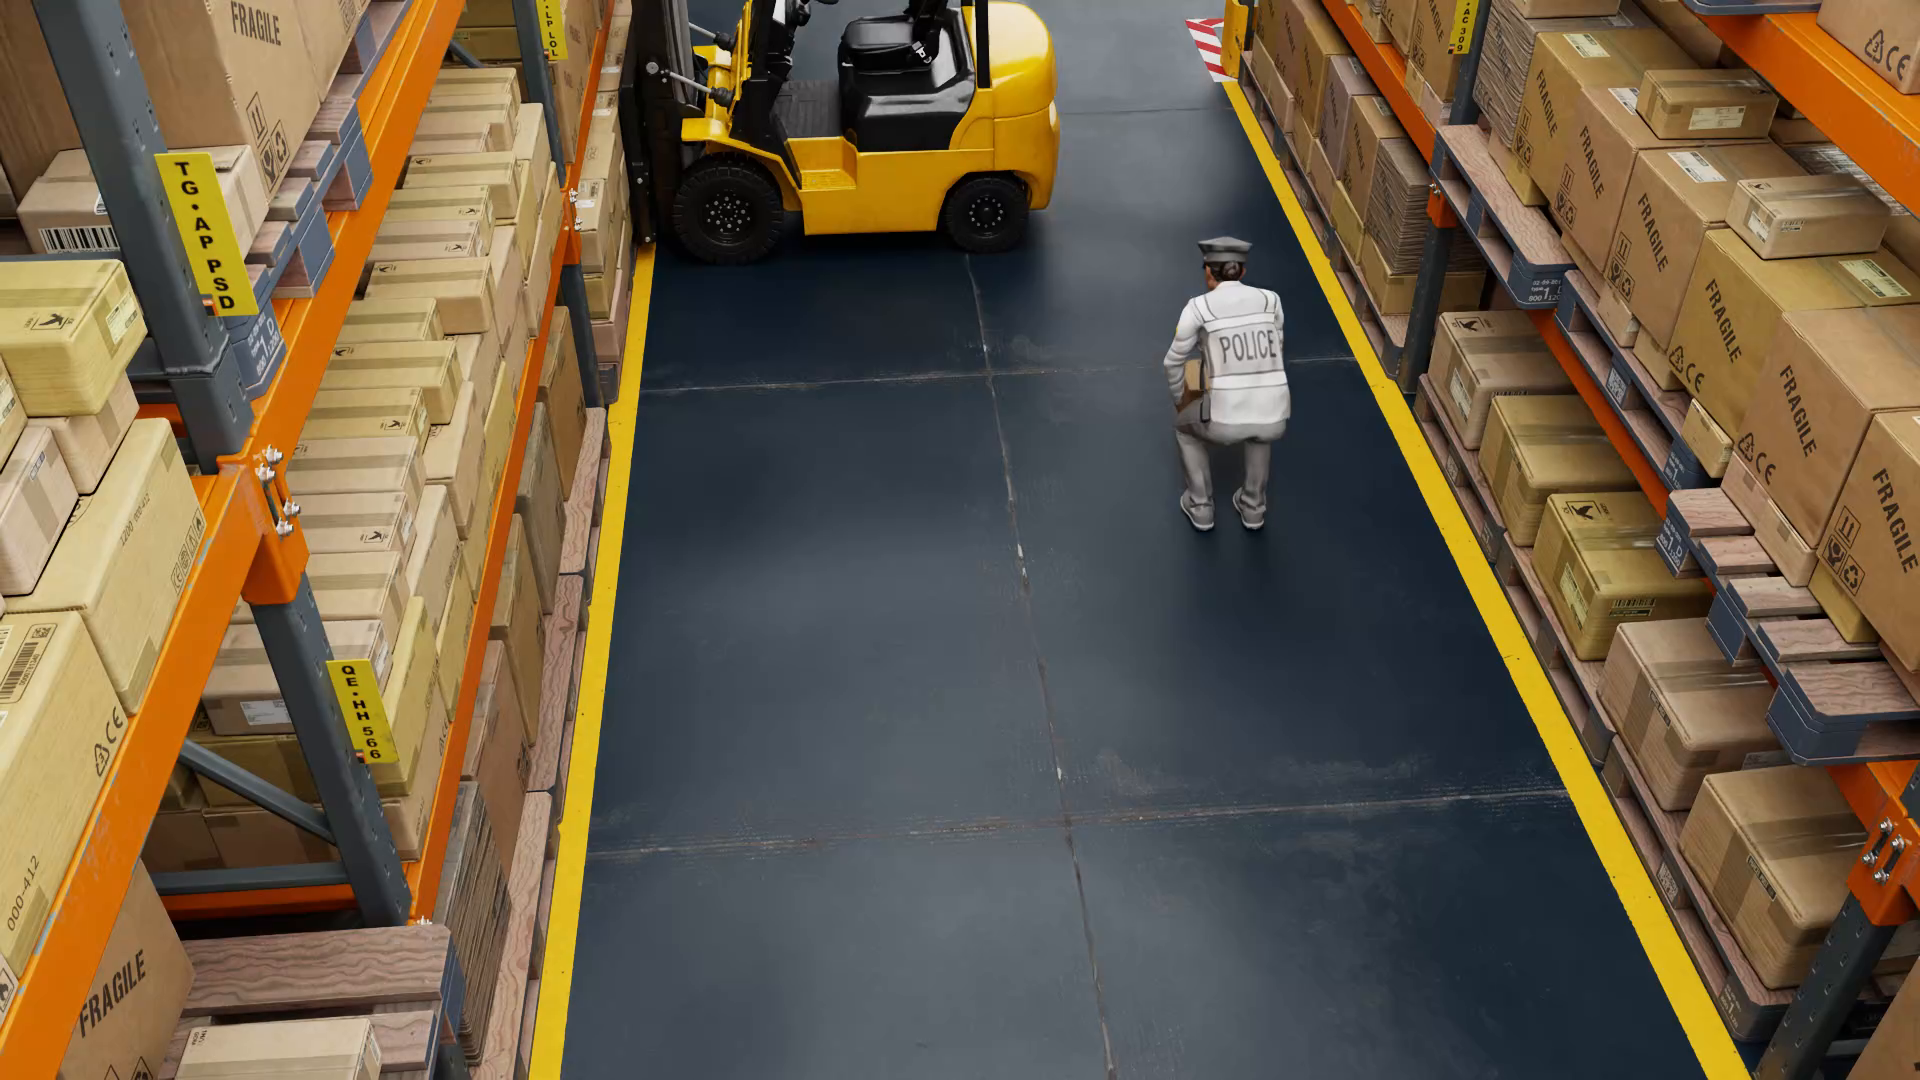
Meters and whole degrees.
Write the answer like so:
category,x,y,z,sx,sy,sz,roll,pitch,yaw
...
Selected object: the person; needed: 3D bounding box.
category,x,y,z,sx,sy,sz,roll,pitch,yaw
person,1.161,-0.656,7.274,0.532,1.267,0.761,-3,39,-4
